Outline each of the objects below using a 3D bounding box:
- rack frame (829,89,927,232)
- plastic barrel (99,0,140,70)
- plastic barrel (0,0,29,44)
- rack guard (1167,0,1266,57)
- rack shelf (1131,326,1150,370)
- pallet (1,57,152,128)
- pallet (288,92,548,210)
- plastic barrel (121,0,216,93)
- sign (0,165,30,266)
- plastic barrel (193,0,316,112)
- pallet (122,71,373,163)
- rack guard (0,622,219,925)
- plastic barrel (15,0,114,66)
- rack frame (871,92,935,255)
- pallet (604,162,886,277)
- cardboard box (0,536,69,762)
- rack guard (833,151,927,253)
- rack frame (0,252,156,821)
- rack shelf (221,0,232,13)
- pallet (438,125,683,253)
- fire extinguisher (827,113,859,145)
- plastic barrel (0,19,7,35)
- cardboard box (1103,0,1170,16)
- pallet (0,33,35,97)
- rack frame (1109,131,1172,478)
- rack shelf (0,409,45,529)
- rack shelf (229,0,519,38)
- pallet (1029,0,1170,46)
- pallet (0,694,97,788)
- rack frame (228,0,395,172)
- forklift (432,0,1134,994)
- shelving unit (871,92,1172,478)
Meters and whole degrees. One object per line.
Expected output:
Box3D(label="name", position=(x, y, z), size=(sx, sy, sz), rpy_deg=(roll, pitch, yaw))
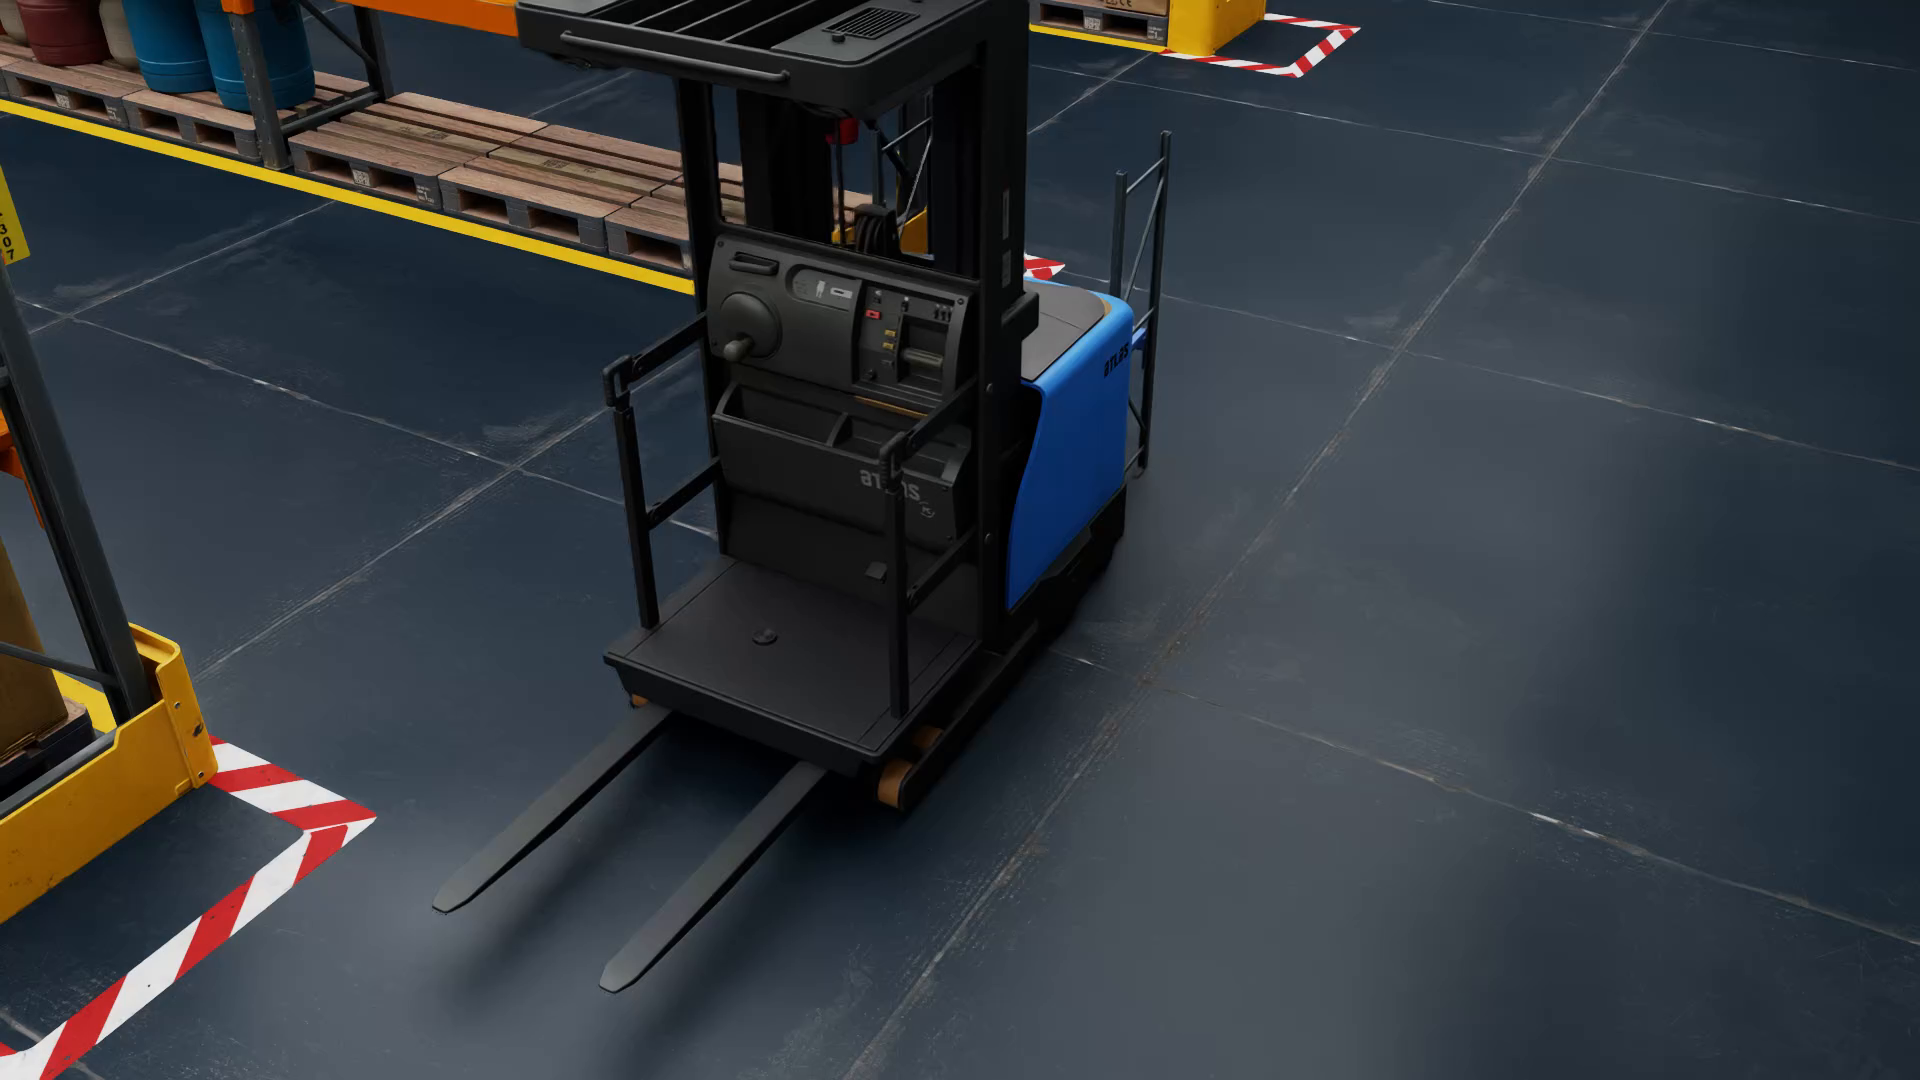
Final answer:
Box3D(label="rack frame", position=(-0.471, -2.639, 8.007), size=(0.127, 3.000, 1.000), rpy_deg=(18, 37, 24))
Box3D(label="plastic barrel", position=(-5.468, -3.429, 11.059), size=(0.421, 0.512, 0.421), rpy_deg=(0, 34, 0))
Box3D(label="plastic barrel", position=(-6.449, -3.740, 11.526), size=(0.421, 0.512, 0.421), rpy_deg=(0, 34, 0))
Box3D(label="rack guard", position=(1.924, -4.002, 12.309), size=(0.348, 0.500, 1.175), rpy_deg=(18, 37, 24))
Box3D(label="rack shelf", position=(0.236, -0.803, 6.926), size=(1.000, 0.185, 0.538), rpy_deg=(16, 37, 22))
Box3D(label="pallet", position=(-5.656, -3.146, 11.284), size=(1.213, 0.211, 1.003), rpy_deg=(18, 37, 24))
Box3D(label="pallet", position=(-3.286, -2.395, 10.156), size=(1.213, 0.211, 1.003), rpy_deg=(18, 37, 24))
Box3D(label="plastic barrel", position=(-5.022, -3.393, 10.654), size=(0.708, 0.901, 0.600), rpy_deg=(18, 37, 24))
Box3D(label="sign", position=(-2.648, -0.914, 4.564), size=(0.005, 0.325, 0.100), rpy_deg=(18, 37, 24))
Box3D(label="plastic barrel", position=(-4.408, -3.198, 10.361), size=(0.708, 0.901, 0.600), rpy_deg=(18, 37, 24))
Box3D(label="pallet", position=(-4.593, -2.811, 10.781), size=(1.213, 0.211, 1.003), rpy_deg=(18, 37, 24))
Box3D(label="rack guard", position=(-2.908, 0.791, 5.111), size=(0.348, 0.500, 1.175), rpy_deg=(18, 37, 24))
Box3D(label="plastic barrel", position=(-6.003, -3.573, 11.207), size=(0.708, 0.588, 0.600), rpy_deg=(18, 37, 24))
Box3D(label="rack frame", position=(-0.219, -1.079, 7.016), size=(0.032, 1.500, 0.500), rpy_deg=(16, 37, 22))
Box3D(label="pallet", position=(-1.168, -1.724, 9.149), size=(1.213, 0.211, 1.003), rpy_deg=(18, 37, 24))
Box3D(label="cardboard box", position=(-3.524, 0.316, 5.107), size=(0.875, 0.875, 0.875), rpy_deg=(18, 37, 24))
Box3D(label="rack guard", position=(-0.444, -1.598, 8.699), size=(0.348, 0.500, 1.175), rpy_deg=(18, 37, 24))
Box3D(label="rack frame", position=(-2.928, -0.256, 4.428), size=(0.127, 3.000, 1.000), rpy_deg=(18, 37, 24))
Box3D(label="rack shelf", position=(-5.680, -3.990, 10.684), size=(4.000, 0.370, 1.077), rpy_deg=(18, 37, 24))
Box3D(label="pallet", position=(-2.223, -2.060, 9.653), size=(1.213, 0.211, 1.003), rpy_deg=(18, 37, 24))
Box3D(label="fire extinguisher", position=(-0.565, -2.192, 7.741), size=(0.183, 0.674, 0.296), rpy_deg=(18, 37, 24))
Box3D(label="plastic barrel", position=(-6.983, -3.984, 11.606), size=(0.708, 0.830, 0.600), rpy_deg=(18, 37, 24))
Box3D(label="cardboard box", position=(1.396, -4.196, 12.202), size=(0.500, 0.500, 0.500), rpy_deg=(18, 37, 24))
Box3D(label="pallet", position=(-6.711, -3.482, 11.788), size=(1.213, 0.211, 1.003), rpy_deg=(18, 37, 24))
Box3D(label="rack frame", position=(0.690, -0.826, 6.637), size=(0.032, 1.500, 0.500), rpy_deg=(16, 37, 22))
Box3D(label="rack shelf", position=(-4.665, -0.506, 5.453), size=(4.000, 0.370, 1.077), rpy_deg=(18, 37, 24))
Box3D(label="rack shelf", position=(-2.207, -2.890, 9.032), size=(4.000, 0.370, 1.077), rpy_deg=(18, 37, 24))
Box3D(label="pallet", position=(1.231, -4.101, 12.718), size=(1.213, 0.211, 1.003), rpy_deg=(18, 37, 24))
Box3D(label="pallet", position=(-3.662, 0.723, 5.474), size=(1.213, 0.211, 1.003), rpy_deg=(18, 37, 24))
Box3D(label="rack frame", position=(-3.944, -3.739, 9.659), size=(0.127, 3.000, 1.000), rpy_deg=(18, 37, 24))
Box3D(label="forklift", position=(-0.496, -0.630, 5.052), size=(1.130, 2.935, 3.031), rpy_deg=(17, 37, 24))
Box3D(label="shelving unit", position=(0.236, -0.952, 6.827), size=(1.048, 1.500, 0.538), rpy_deg=(16, 37, 22))
